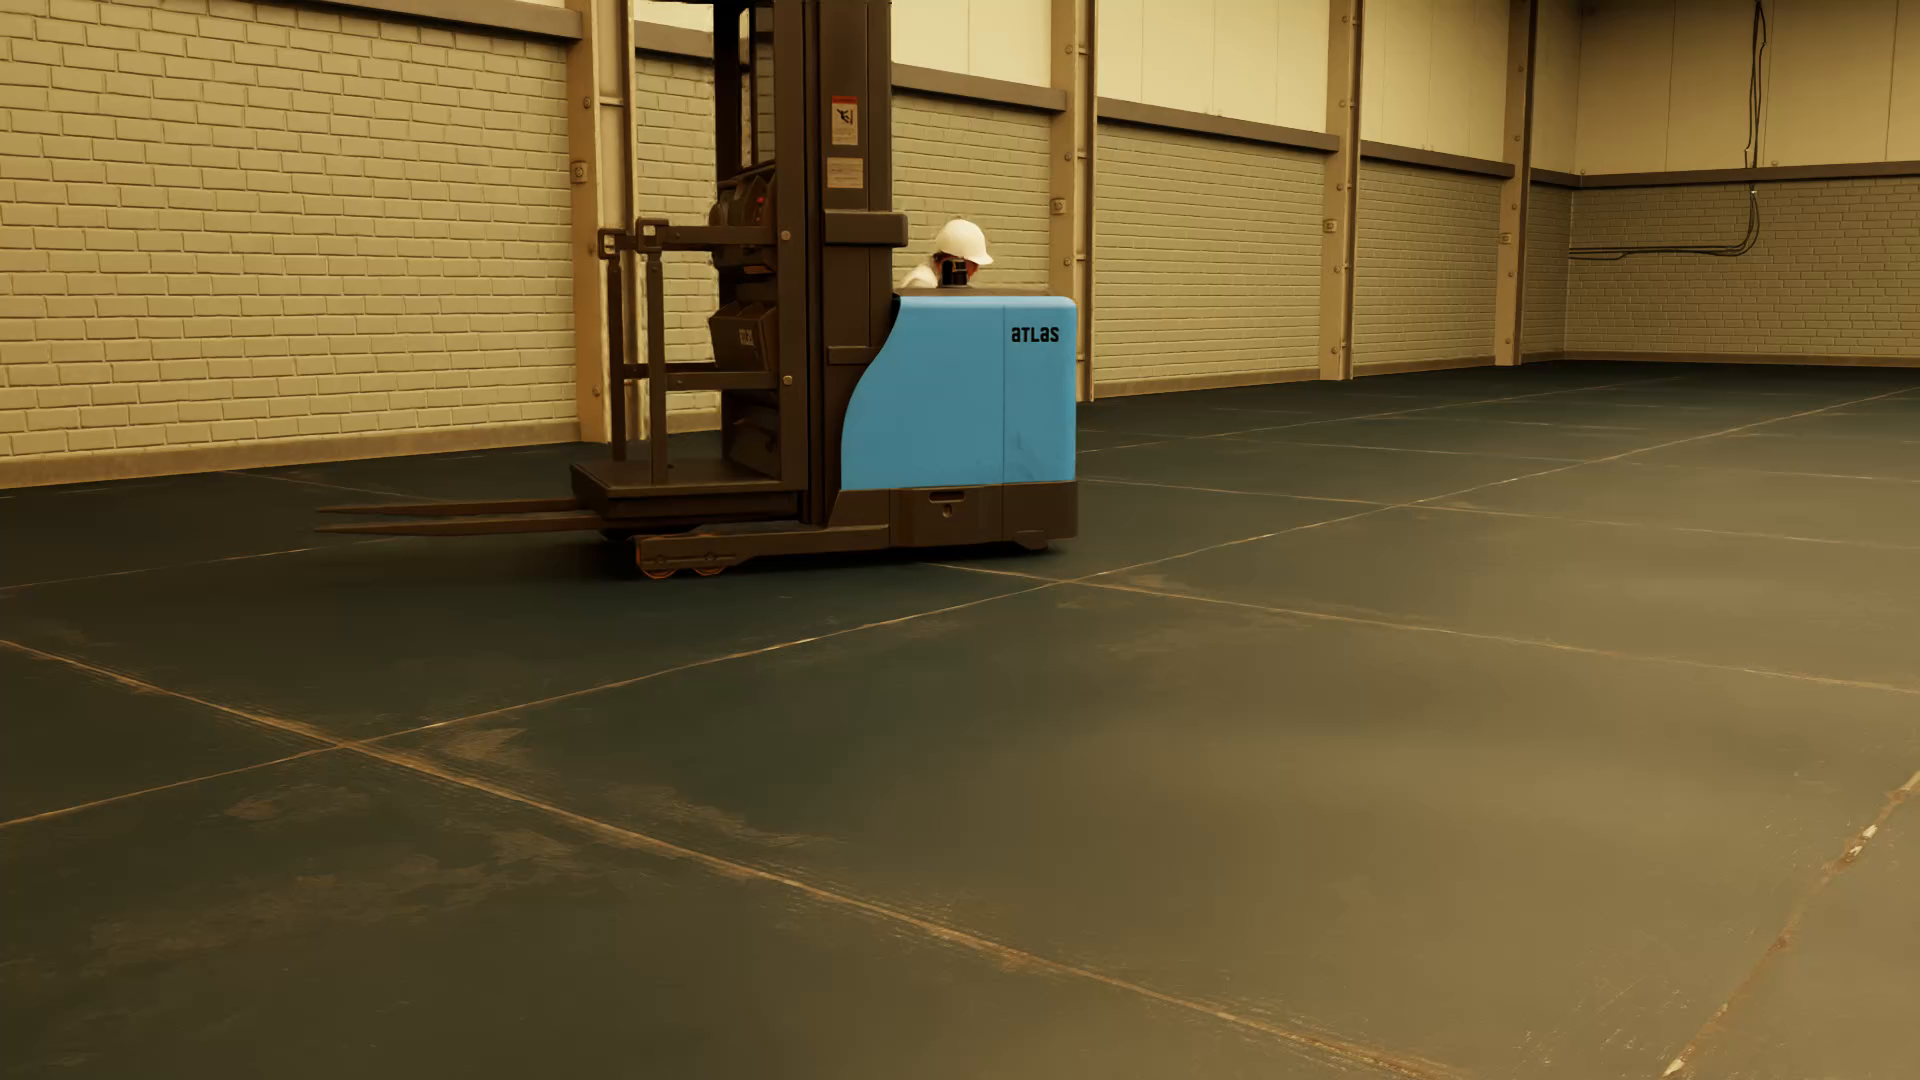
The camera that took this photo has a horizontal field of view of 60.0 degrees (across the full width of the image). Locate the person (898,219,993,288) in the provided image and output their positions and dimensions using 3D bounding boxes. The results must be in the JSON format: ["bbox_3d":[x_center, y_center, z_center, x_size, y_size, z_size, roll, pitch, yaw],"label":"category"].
[{"bbox_3d":[0.026,-0.831,8.243,0.932,1.477,1.178,3,9,17],"label":"person"}]

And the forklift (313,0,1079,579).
[{"bbox_3d":[-1.072,-1.386,6.757,3.031,2.935,1.130,-3,9,-20],"label":"forklift"}]
